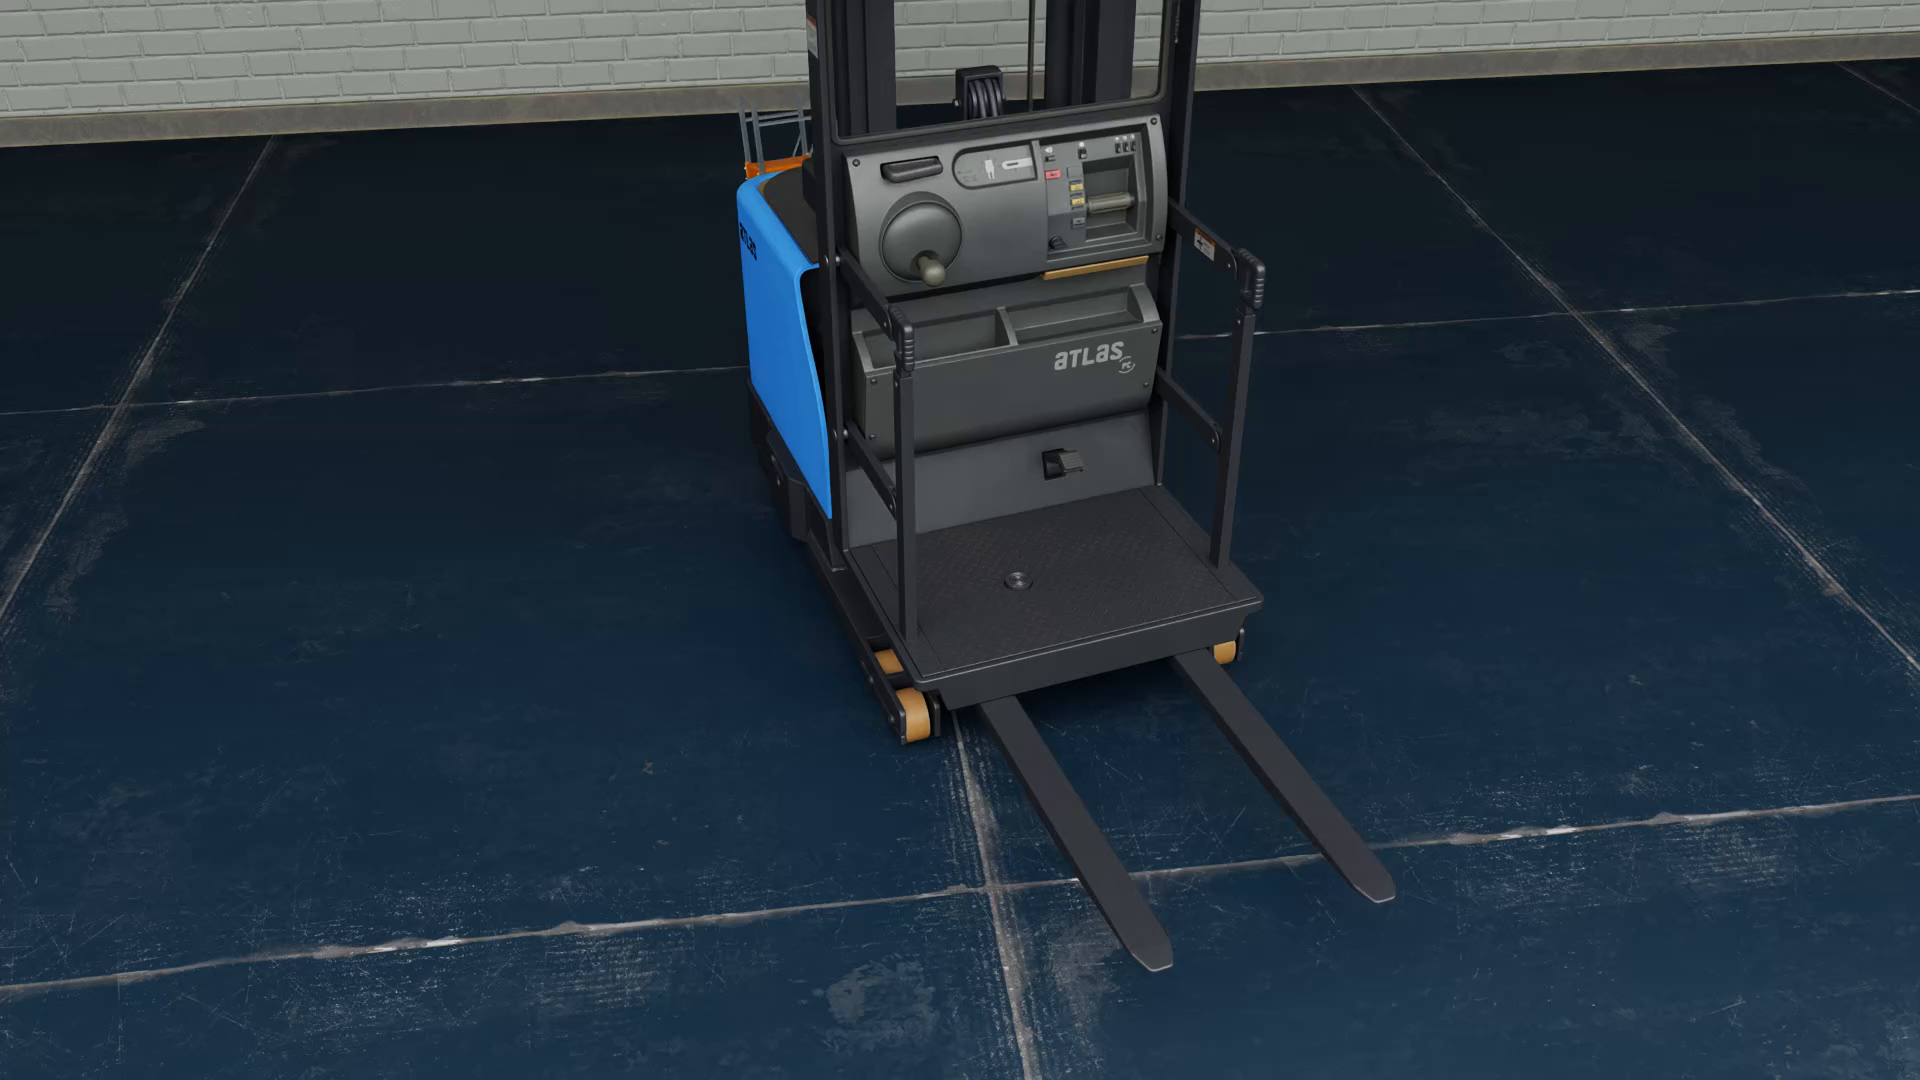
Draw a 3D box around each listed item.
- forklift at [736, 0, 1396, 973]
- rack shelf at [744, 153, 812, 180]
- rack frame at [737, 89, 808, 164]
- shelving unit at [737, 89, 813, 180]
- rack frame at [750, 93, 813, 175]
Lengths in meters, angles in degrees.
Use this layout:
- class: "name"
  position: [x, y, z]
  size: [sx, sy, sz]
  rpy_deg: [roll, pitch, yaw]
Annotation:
- class: "forklift"
  position: [0.221, -0.883, 4.443]
  size: [1.130, 2.935, 3.031]
  rpy_deg: [-12, 36, -17]
- class: "rack shelf"
  position: [-0.639, -1.340, 6.094]
  size: [0.258, 0.103, 0.180]
  rpy_deg: [-13, 23, -18]
- class: "rack frame"
  position: [-0.645, -1.077, 6.291]
  size: [0.240, 1.200, 0.006]
  rpy_deg: [-13, 23, -18]
- class: "shelving unit"
  position: [-0.611, -1.048, 6.211]
  size: [0.258, 1.200, 0.189]
  rpy_deg: [-13, 23, -18]
- class: "rack frame"
  position: [-0.578, -1.019, 6.131]
  size: [0.240, 1.200, 0.006]
  rpy_deg: [-13, 23, -18]
